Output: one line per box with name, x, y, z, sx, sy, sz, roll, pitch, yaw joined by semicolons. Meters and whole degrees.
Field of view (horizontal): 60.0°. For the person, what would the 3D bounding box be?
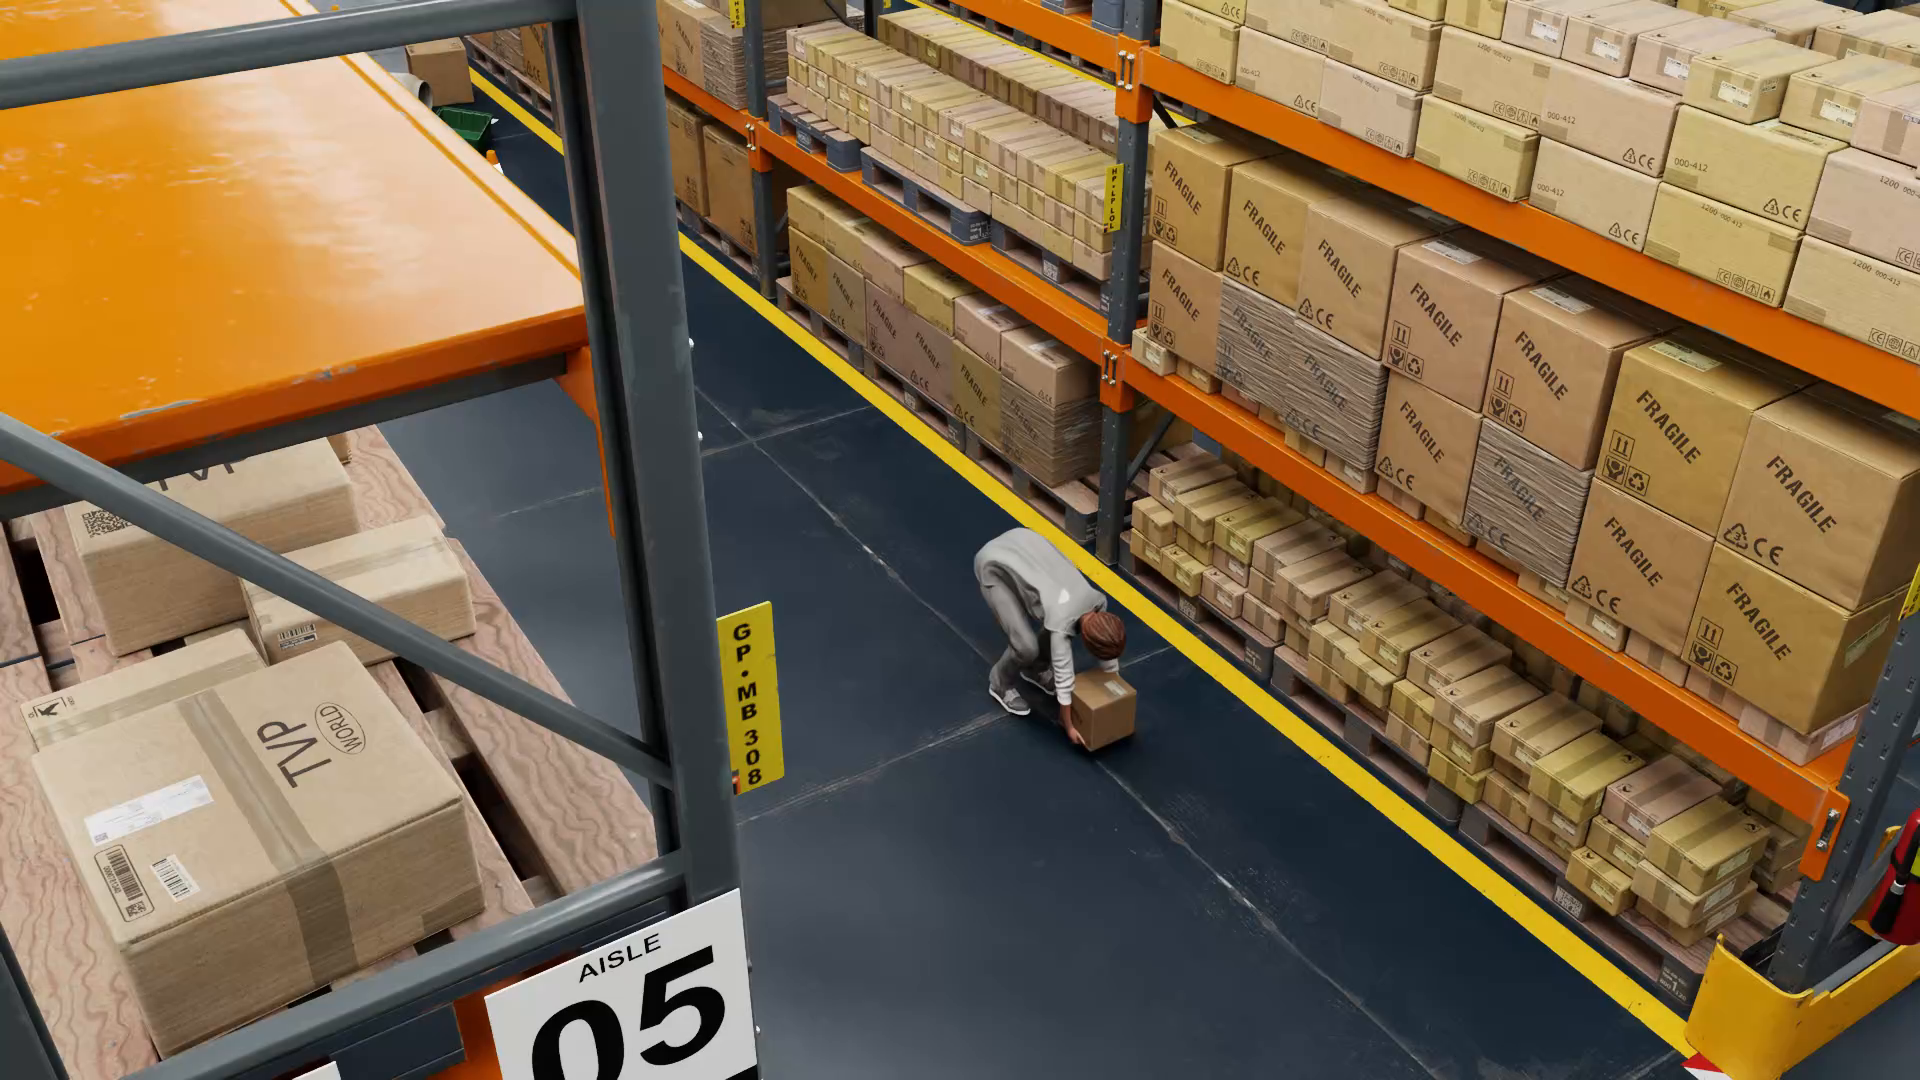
person;0.428;0.435;7.688;0.422;0.887;0.854;-28;42;-36
